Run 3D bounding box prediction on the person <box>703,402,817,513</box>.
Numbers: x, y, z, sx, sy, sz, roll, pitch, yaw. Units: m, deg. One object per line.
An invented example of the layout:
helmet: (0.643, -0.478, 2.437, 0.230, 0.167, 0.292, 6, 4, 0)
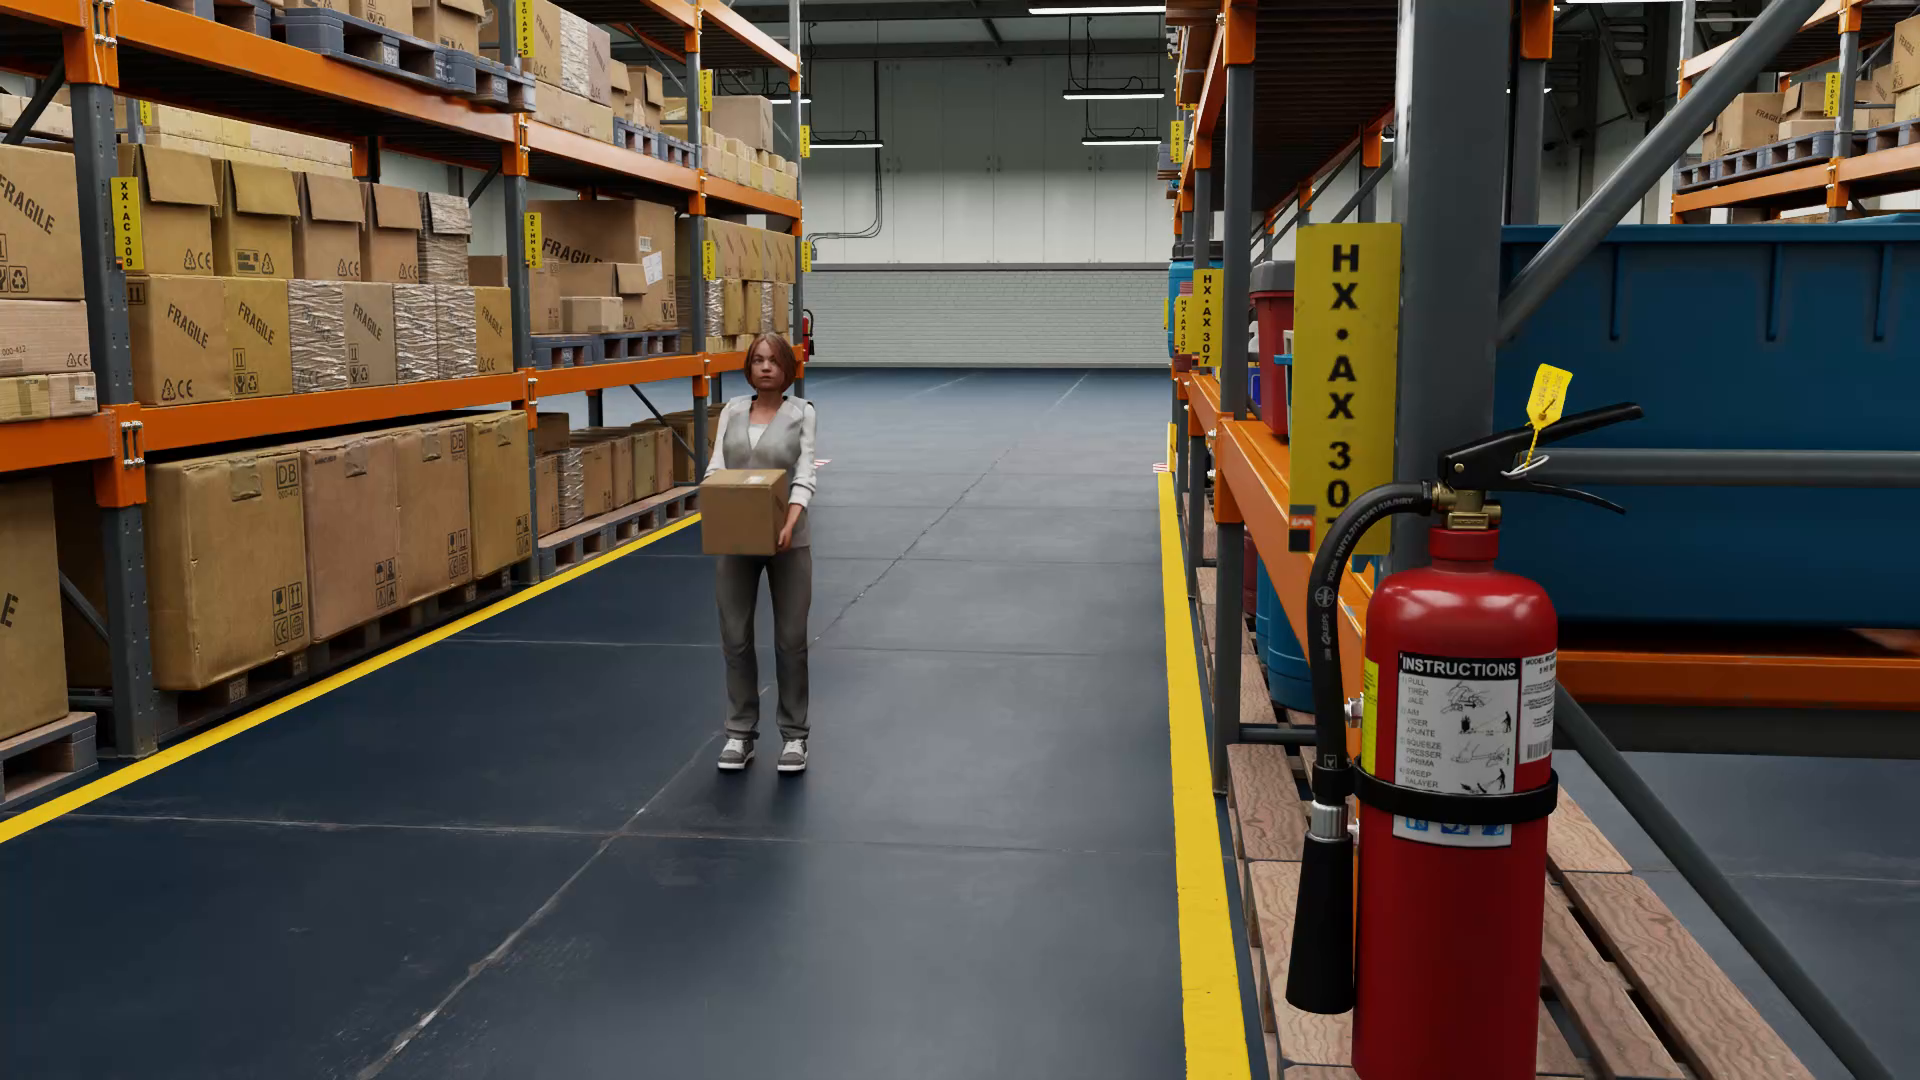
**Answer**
person: (-0.710, -0.234, 6.013, 0.408, 0.542, 0.317, 1, 8, 6)
